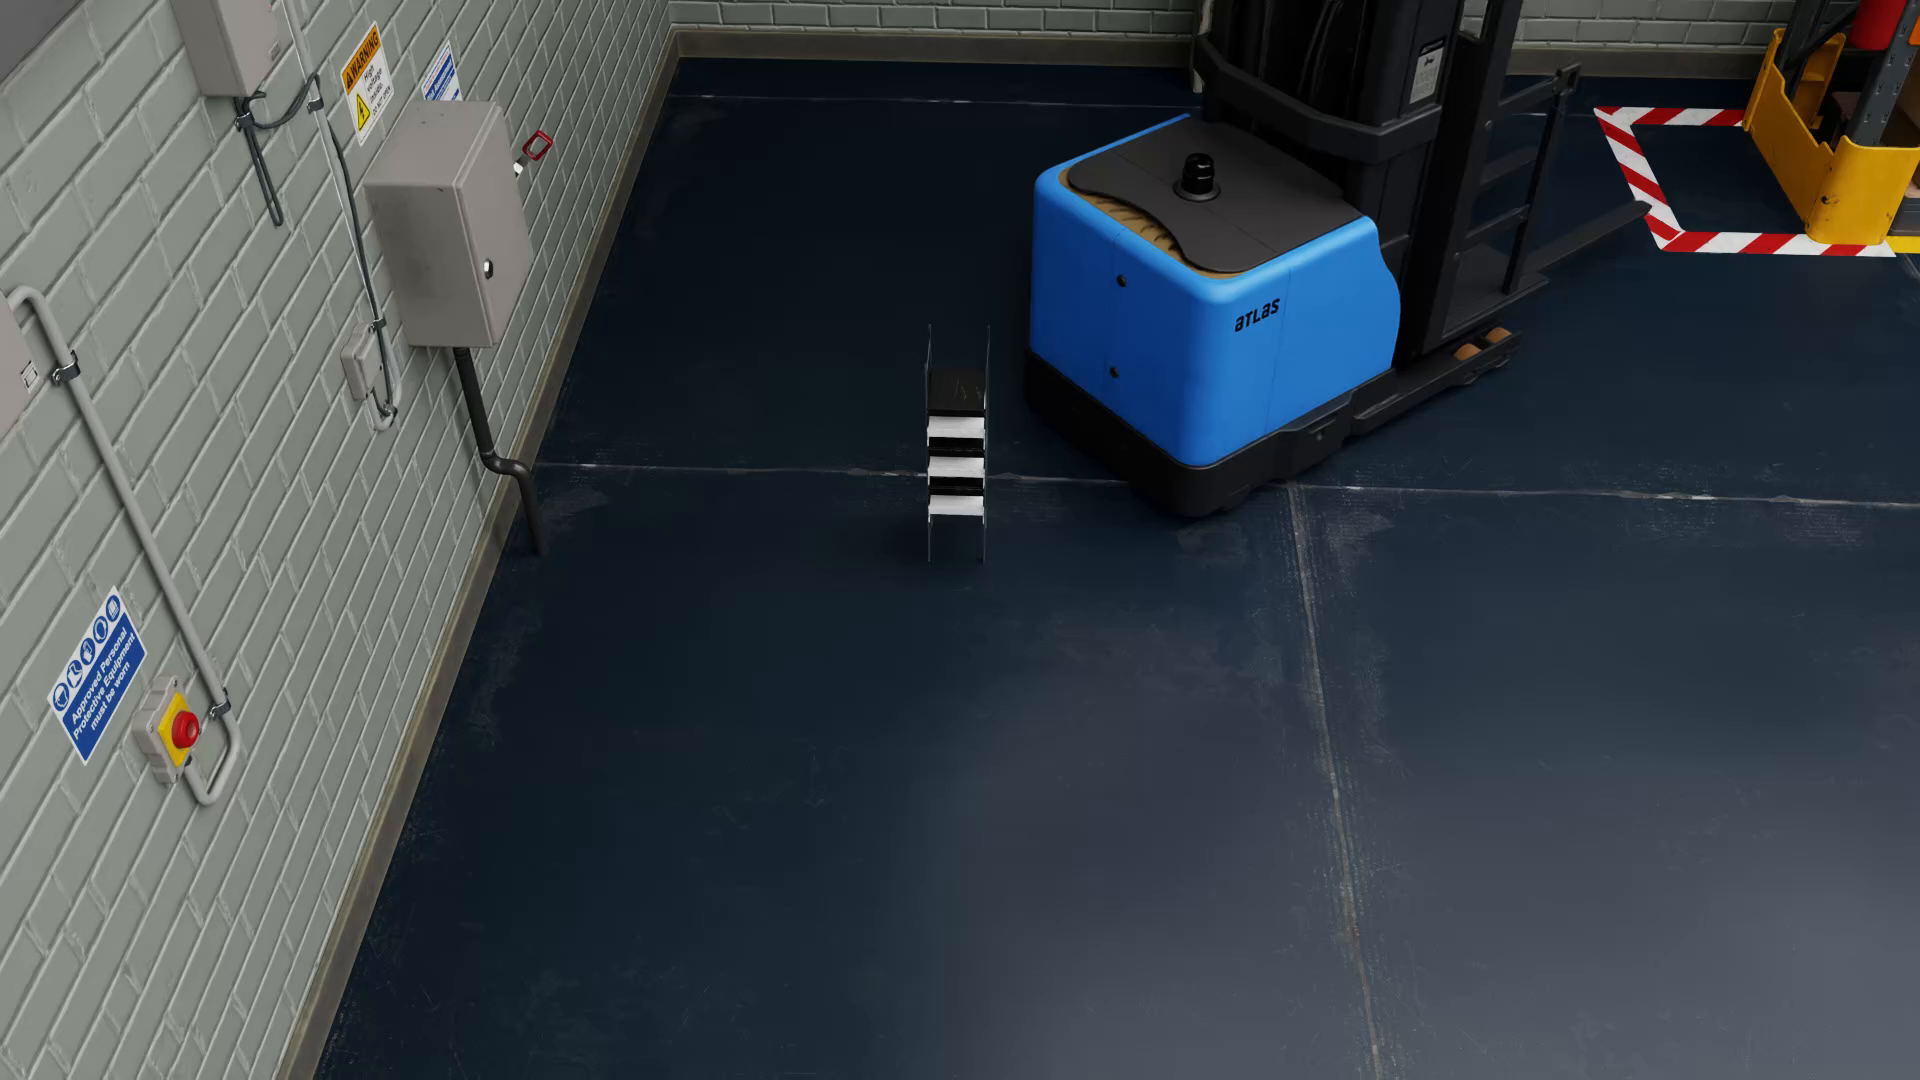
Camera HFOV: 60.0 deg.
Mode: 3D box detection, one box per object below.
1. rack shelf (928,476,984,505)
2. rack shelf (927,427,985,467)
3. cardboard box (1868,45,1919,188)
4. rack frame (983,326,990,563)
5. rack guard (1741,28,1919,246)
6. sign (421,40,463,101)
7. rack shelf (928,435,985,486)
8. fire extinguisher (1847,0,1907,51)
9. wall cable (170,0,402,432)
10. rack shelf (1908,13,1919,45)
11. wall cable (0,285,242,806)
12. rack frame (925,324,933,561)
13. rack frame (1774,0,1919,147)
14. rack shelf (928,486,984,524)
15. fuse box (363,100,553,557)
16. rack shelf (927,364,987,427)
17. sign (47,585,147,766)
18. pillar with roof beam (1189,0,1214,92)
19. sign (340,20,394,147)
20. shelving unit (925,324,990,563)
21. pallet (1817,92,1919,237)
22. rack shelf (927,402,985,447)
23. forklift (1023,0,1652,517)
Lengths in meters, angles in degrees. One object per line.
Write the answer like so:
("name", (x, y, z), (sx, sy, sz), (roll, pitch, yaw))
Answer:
("rack shelf", (-0.008, -0.239, 6.028), (0.200, 0.077, 0.258), (2, 43, 2))
("rack shelf", (-0.008, -0.371, 5.905), (0.200, 0.077, 0.258), (2, 43, 2))
("cardboard box", (4.691, -2.025, 7.747), (0.637, 0.503, 0.797), (0, 43, 0))
("rack frame", (0.093, -0.326, 5.940), (0.006, 0.900, 0.240), (2, 43, 2))
("rack guard", (4.160, -1.951, 7.978), (0.348, 0.500, 1.175), (2, 43, 2))
("sign", (-1.714, -1.379, 5.600), (0.001, 0.494, 0.329), (2, 43, 2))
("rack shelf", (-0.008, -0.305, 5.966), (0.200, 0.077, 0.258), (2, 43, 2))
("fire extinguisher", (3.916, -2.393, 6.949), (0.183, 0.674, 0.296), (2, 43, 2))
("wall cable", (-1.717, -0.983, 4.360), (0.122, 1.984, 0.588), (2, 43, 2))
("rack shelf", (6.082, -2.544, 7.308), (4.000, 0.370, 1.077), (2, 43, 2))
("wall cable", (-1.770, -0.029, 3.312), (0.123, 1.953, 0.585), (2, 43, 2))
("rack frame", (-0.110, -0.333, 5.947), (0.006, 0.900, 0.240), (2, 43, 2))
("rack frame", (4.084, -2.868, 7.128), (0.127, 3.000, 1.000), (2, 43, 2))
("rack shelf", (-0.008, -0.173, 6.089), (0.200, 0.077, 0.258), (2, 43, 2))
("fuse box", (-1.529, -0.600, 5.639), (0.414, 1.711, 0.539), (2, 43, 2))
("rack shelf", (-0.008, -0.503, 5.782), (0.200, 0.077, 0.258), (2, 43, 2))
("sign", (-1.833, 0.287, 3.543), (0.001, 0.218, 0.327), (2, 43, 2))
("pillar with roof beam", (1.237, -2.829, 2.684), (0.400, 9.000, 9.100), (2, 43, 2))
("sign", (-1.739, -1.342, 4.884), (0.001, 0.242, 0.339), (2, 43, 2))
("shelving unit", (-0.008, -0.330, 5.944), (0.210, 0.900, 0.258), (2, 43, 2))
("pallet", (4.957, -1.822, 8.051), (1.213, 0.211, 1.003), (2, 43, 2))
("rack shelf", (-0.008, -0.437, 5.844), (0.200, 0.077, 0.258), (2, 43, 2))
("forklift", (1.739, -1.984, 6.229), (3.031, 2.935, 1.130), (-27, 49, -26))
